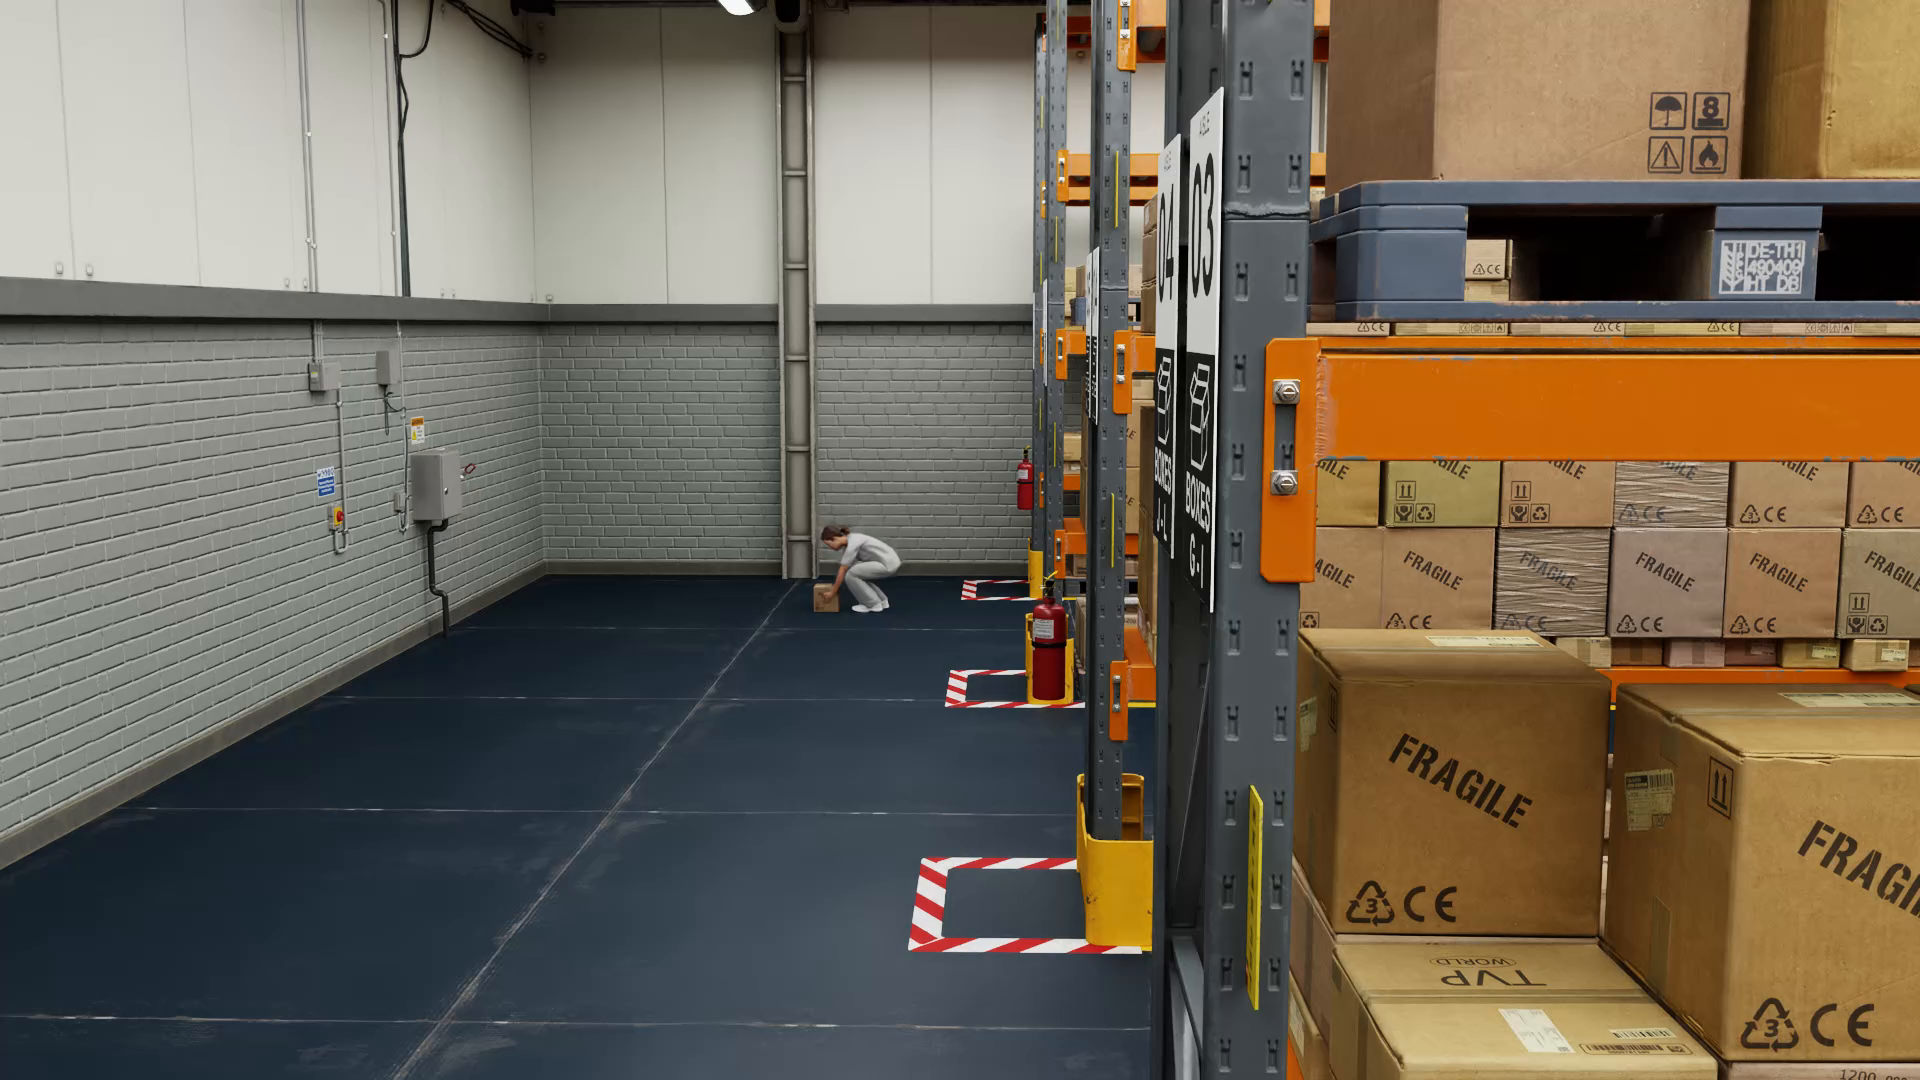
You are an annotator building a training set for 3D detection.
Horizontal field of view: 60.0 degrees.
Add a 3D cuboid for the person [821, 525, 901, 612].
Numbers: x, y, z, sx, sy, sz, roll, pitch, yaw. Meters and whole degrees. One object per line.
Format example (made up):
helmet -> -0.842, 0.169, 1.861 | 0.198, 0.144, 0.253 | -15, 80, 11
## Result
person -> -0.998, 0.279, 16.768 | 0.799, 0.875, 0.482 | 0, 7, 1
